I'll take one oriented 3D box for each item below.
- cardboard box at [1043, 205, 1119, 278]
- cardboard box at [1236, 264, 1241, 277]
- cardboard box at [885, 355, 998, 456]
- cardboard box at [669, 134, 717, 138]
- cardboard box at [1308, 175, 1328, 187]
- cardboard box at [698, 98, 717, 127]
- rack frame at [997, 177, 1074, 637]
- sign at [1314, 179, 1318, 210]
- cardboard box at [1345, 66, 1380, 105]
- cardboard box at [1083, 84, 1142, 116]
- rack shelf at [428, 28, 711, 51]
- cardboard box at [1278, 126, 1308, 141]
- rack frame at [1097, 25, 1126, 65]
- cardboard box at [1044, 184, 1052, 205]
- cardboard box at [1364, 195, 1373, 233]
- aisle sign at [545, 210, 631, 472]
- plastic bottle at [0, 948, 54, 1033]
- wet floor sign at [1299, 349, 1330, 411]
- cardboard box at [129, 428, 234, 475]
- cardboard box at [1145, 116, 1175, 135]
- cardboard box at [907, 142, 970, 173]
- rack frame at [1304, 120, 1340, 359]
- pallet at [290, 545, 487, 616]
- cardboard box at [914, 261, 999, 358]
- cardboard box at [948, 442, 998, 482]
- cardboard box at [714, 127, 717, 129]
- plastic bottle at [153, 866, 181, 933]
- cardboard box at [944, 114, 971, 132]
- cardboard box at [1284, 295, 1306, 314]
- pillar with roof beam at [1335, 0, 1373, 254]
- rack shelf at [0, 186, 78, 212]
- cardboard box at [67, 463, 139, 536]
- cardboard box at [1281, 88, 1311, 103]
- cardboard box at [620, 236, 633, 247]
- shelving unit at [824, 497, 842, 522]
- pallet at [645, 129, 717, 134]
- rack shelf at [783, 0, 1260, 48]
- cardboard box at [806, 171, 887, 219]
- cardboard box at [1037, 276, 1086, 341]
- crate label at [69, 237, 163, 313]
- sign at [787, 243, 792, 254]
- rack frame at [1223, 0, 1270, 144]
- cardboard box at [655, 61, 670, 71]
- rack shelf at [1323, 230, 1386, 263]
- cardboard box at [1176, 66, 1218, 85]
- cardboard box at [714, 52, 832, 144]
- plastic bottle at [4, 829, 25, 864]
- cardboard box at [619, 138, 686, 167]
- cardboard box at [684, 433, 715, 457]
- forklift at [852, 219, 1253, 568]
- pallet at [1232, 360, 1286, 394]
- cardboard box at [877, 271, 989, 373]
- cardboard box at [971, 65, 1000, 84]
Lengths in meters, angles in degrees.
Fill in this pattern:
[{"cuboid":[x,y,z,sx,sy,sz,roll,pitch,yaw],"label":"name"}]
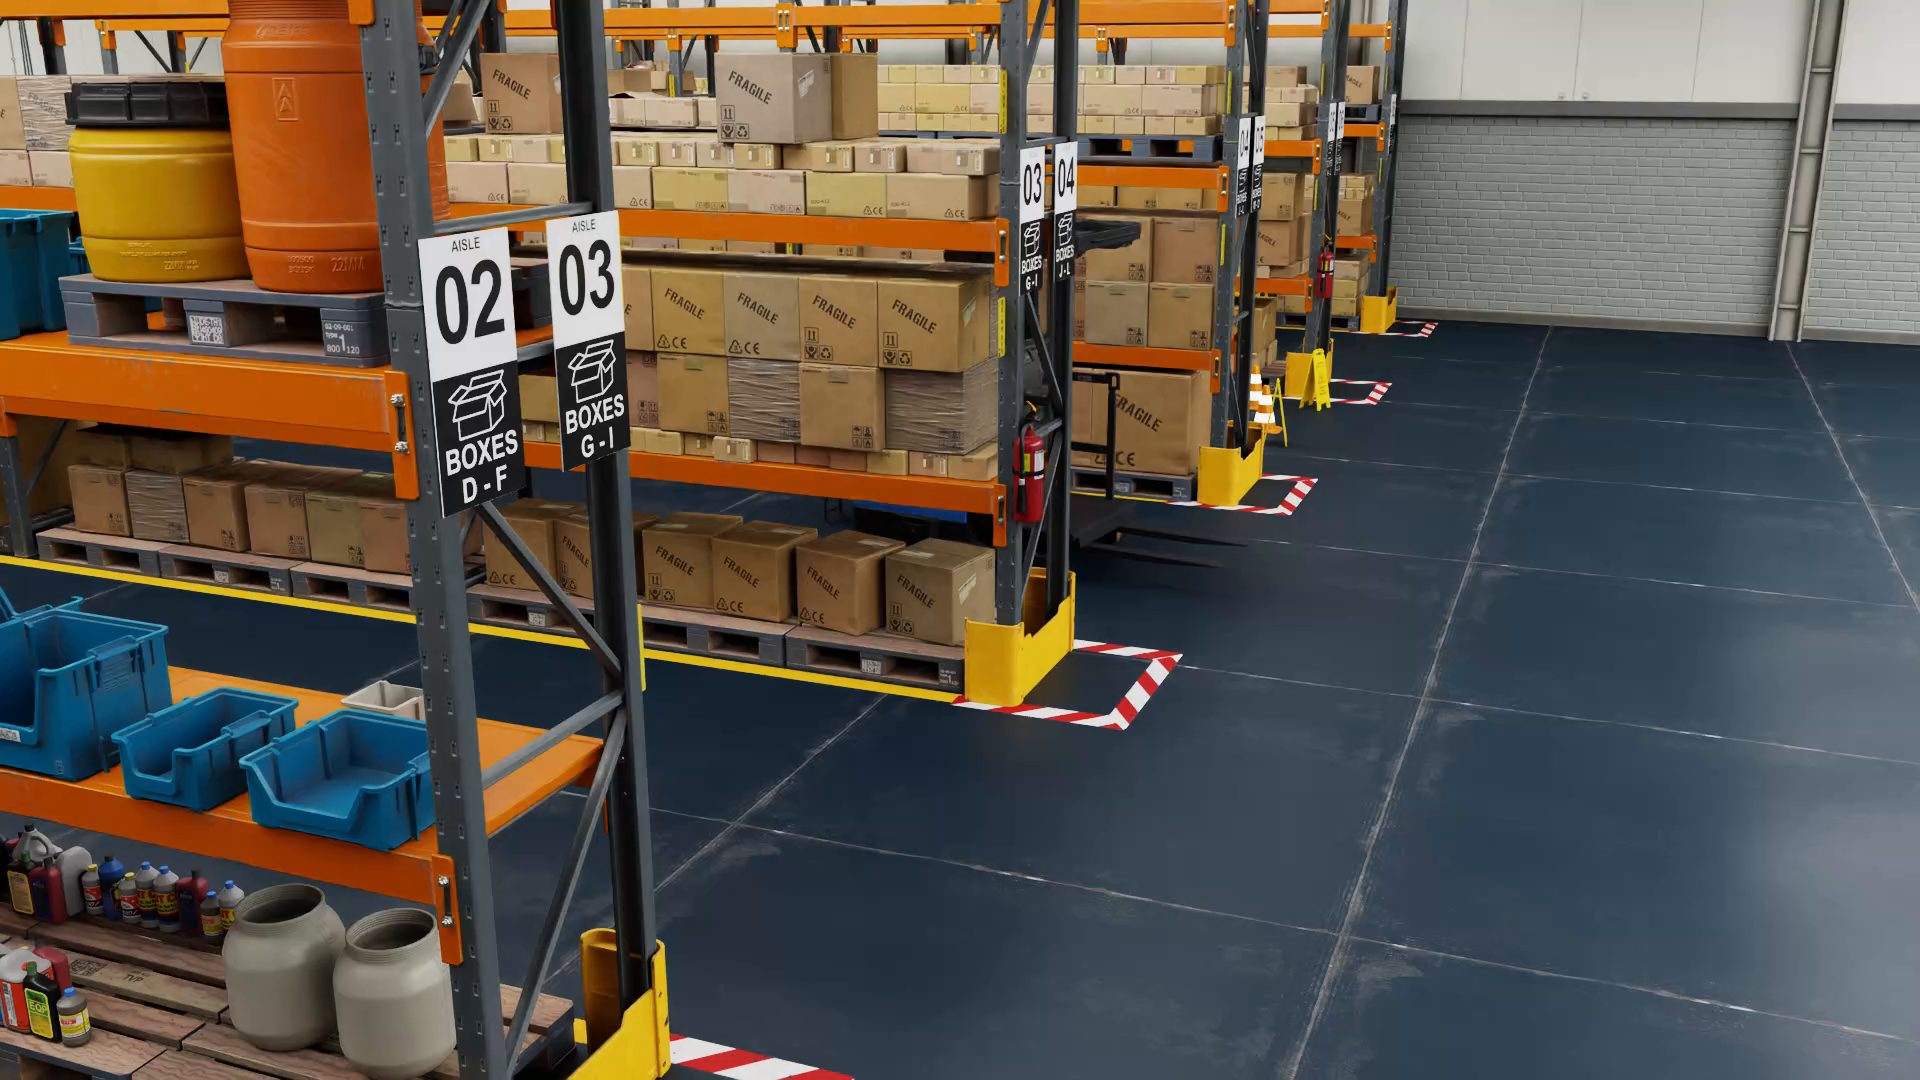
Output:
[{"cuboid":[1.020,-2.652,14.724,0.550,0.550,0.875,6,17,21],"label":"cardboard box"},{"cuboid":[3.156,-3.074,18.833,0.250,0.149,0.380,6,17,20],"label":"cardboard box"},{"cuboid":[-0.048,-0.867,10.067,0.500,0.500,0.875,6,17,21],"label":"cardboard box"},{"cuboid":[-1.631,-2.490,10.545,0.250,0.149,0.380,7,18,23],"label":"cardboard box"},{"cuboid":[5.002,-4.992,23.113,0.250,0.149,0.380,7,17,22],"label":"cardboard box"},{"cuboid":[-2.070,-3.947,15.346,0.500,0.250,0.500,6,17,21],"label":"cardboard box"},{"cuboid":[0.453,-0.613,9.904,0.127,3.000,1.000,6,17,21],"label":"rack frame"},{"cuboid":[3.867,-3.749,18.063,0.005,0.325,0.100,6,17,21],"label":"sign"},{"cuboid":[5.406,-6.191,22.627,0.500,0.500,0.500,7,18,22],"label":"cardboard box"},{"cuboid":[1.344,-3.679,13.888,0.500,0.250,0.500,6,17,21],"label":"cardboard box"},{"cuboid":[-5.213,-6.549,21.601,4.000,0.370,1.077,6,17,21],"label":"rack shelf"},{"cuboid":[3.655,-4.467,18.250,0.250,0.149,0.380,6,17,21],"label":"cardboard box"},{"cuboid":[2.186,-7.761,23.766,0.127,3.000,1.000,6,17,21],"label":"rack frame"},{"cuboid":[1.165,-4.104,19.424,0.500,0.500,0.700,6,17,21],"label":"cardboard box"},{"cuboid":[5.548,-4.641,23.602,0.500,0.500,0.500,7,18,22],"label":"cardboard box"},{"cuboid":[-1.190,-0.645,5.353,0.004,0.787,0.394,6,17,21],"label":"aisle sign"},{"cuboid":[-3.458,1.661,6.167,0.135,0.276,0.152,6,17,21],"label":"plastic bottle"},{"cuboid":[3.874,-1.755,18.063,0.232,0.644,0.267,14,21,40],"label":"wet floor sign"},{"cuboid":[-5.857,-0.690,12.519,0.500,0.250,0.500,8,18,27],"label":"cardboard box"},{"cuboid":[1.699,-3.431,13.748,0.250,0.149,0.380,6,17,21],"label":"cardboard box"},{"cuboid":[-0.119,-2.177,9.467,0.250,0.149,0.380,6,17,19],"label":"cardboard box"},{"cuboid":[4.089,-3.183,18.758,0.127,3.000,1.000,6,17,21],"label":"rack frame"},{"cuboid":[-3.993,0.238,11.976,1.213,0.211,1.003,6,17,21],"label":"pallet"},{"cuboid":[0.042,-1.411,10.147,0.500,0.500,0.500,6,17,21],"label":"cardboard box"},{"cuboid":[0.112,-0.468,9.855,0.250,0.149,0.380,6,17,21],"label":"cardboard box"},{"cuboid":[-2.884,-5.275,20.824,0.258,0.266,0.396,6,17,21],"label":"cardboard box"},{"cuboid":[-3.255,1.469,6.837,0.097,0.271,0.097,0,16,0],"label":"plastic bottle"},{"cuboid":[0.046,-3.612,14.375,0.250,0.149,0.380,6,17,21],"label":"cardboard box"},{"cuboid":[4.895,-3.371,23.585,0.500,0.250,0.500,6,17,21],"label":"cardboard box"},{"cuboid":[4.011,-6.540,19.562,0.400,9.000,9.100,6,17,21],"label":"pillar with roof beam"},{"cuboid":[-5.128,-2.322,11.701,4.000,0.370,1.077,6,17,21],"label":"rack shelf"},{"cuboid":[-6.358,-0.379,12.792,0.500,0.500,0.700,5,17,18],"label":"cardboard box"},{"cuboid":[3.666,-4.844,18.119,0.250,0.149,0.380,6,17,21],"label":"cardboard box"},{"cuboid":[-3.236,-3.031,16.263,0.500,0.500,0.700,6,17,20],"label":"cardboard box"},{"cuboid":[-0.838,-0.716,13.487,0.503,1.200,0.258,9,19,29],"label":"shelving unit"},{"cuboid":[-2.225,-3.728,15.597,1.217,0.209,0.805,6,17,18],"label":"pallet"},{"cuboid":[0.507,-4.437,14.324,4.000,0.370,1.077,6,17,21],"label":"rack shelf"},{"cuboid":[-0.554,-2.015,9.623,0.500,0.250,0.500,6,17,21],"label":"cardboard box"},{"cuboid":[1.011,-2.128,14.853,0.550,0.550,0.875,6,17,21],"label":"cardboard box"},{"cuboid":[-2.984,-0.975,6.037,0.408,0.251,0.502,6,17,21],"label":"crate label"},{"cuboid":[-1.544,-2.674,15.071,0.005,0.325,0.100,6,17,21],"label":"sign"},{"cuboid":[2.367,-4.770,13.463,0.127,3.000,1.000,6,17,21],"label":"rack frame"},{"cuboid":[-4.688,-7.578,26.757,0.258,0.266,0.396,6,17,21],"label":"cardboard box"},{"cuboid":[4.047,-4.330,23.998,4.000,0.370,1.077,6,17,21],"label":"rack shelf"},{"cuboid":[1.929,-3.788,13.549,0.250,0.149,0.380,6,17,21],"label":"cardboard box"},{"cuboid":[-1.081,-2.577,9.681,0.500,0.500,0.500,6,17,21],"label":"cardboard box"},{"cuboid":[-4.035,1.372,7.149,0.133,0.283,0.061,8,18,24],"label":"plastic bottle"},{"cuboid":[-1.852,-2.345,10.045,0.250,0.149,0.380,6,17,20],"label":"cardboard box"},{"cuboid":[-1.529,-0.638,10.440,0.250,0.149,0.380,6,17,21],"label":"cardboard box"},{"cuboid":[0.691,-1.296,12.381,3.031,2.935,1.130,9,19,29],"label":"forklift"},{"cuboid":[3.276,-1.944,19.491,1.213,0.211,1.003,6,17,21],"label":"pallet"},{"cuboid":[-0.149,-1.276,9.683,0.500,0.500,0.500,6,17,21],"label":"cardboard box"},{"cuboid":[0.275,-3.970,14.175,0.250,0.149,0.380,6,17,20],"label":"cardboard box"}]
